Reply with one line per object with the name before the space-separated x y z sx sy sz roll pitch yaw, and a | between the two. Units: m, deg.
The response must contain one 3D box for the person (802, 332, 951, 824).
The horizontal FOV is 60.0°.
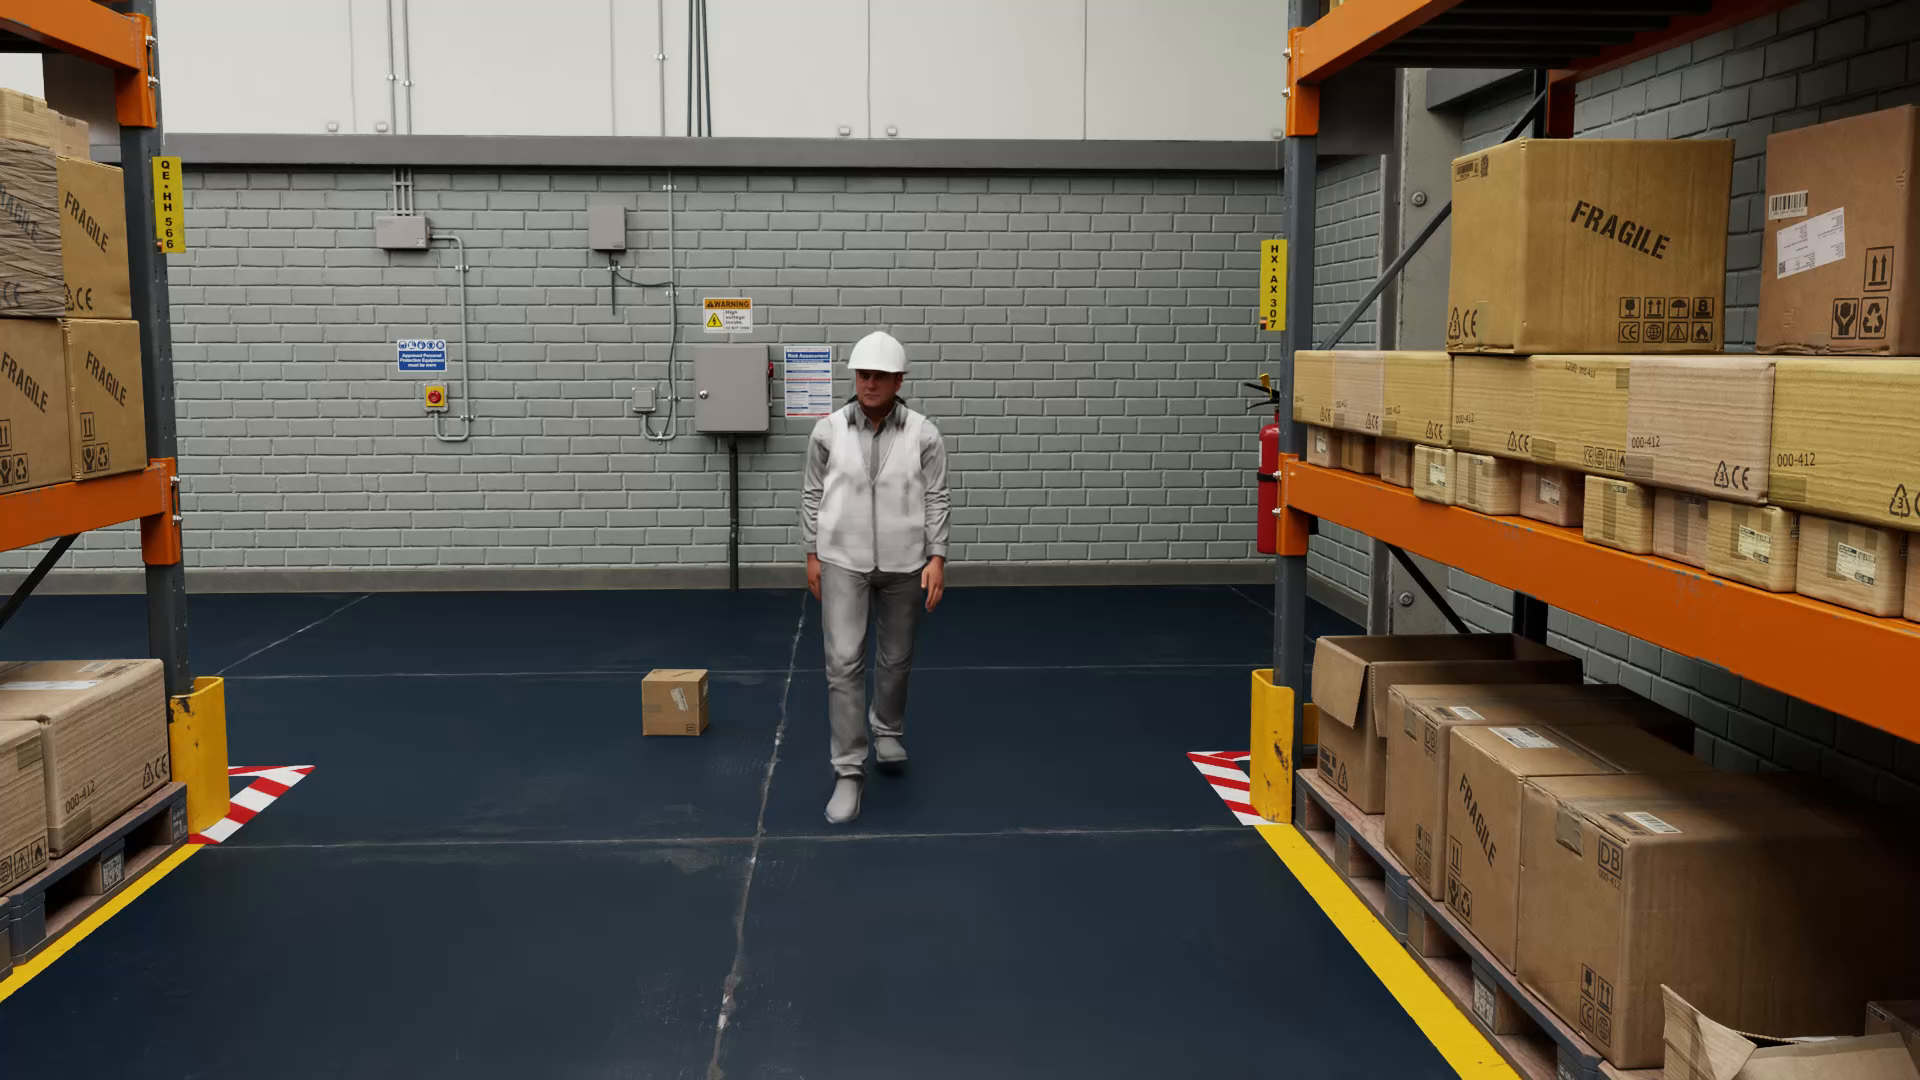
person | -0.320 0.100 6.365 0.562 1.779 0.902 -1 7 -6
